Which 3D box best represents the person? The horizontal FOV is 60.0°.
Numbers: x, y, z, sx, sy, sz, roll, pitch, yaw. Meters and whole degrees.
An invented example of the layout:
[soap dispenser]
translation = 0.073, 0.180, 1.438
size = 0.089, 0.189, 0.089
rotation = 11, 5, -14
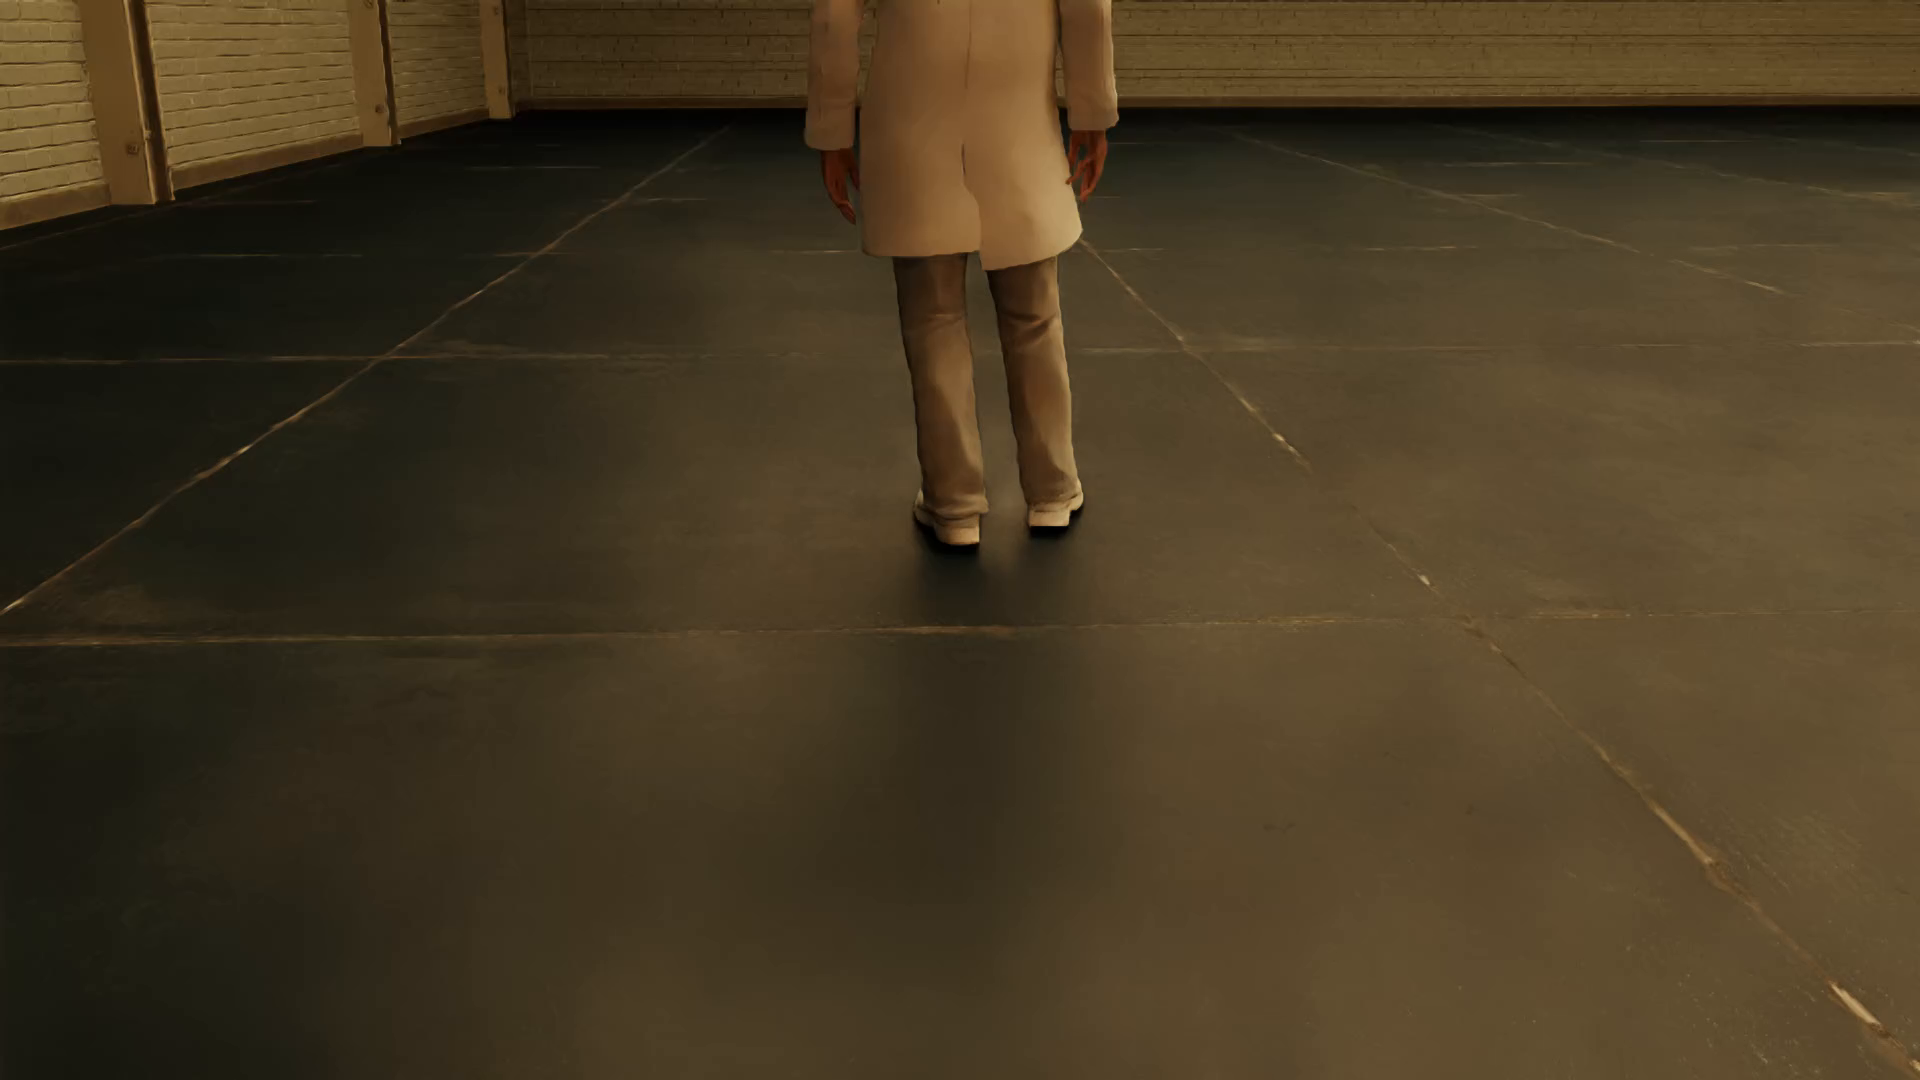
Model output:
[person]
translation = 0.000, -0.884, 3.743
size = 0.694, 1.776, 0.579
rotation = -1, 17, -3
